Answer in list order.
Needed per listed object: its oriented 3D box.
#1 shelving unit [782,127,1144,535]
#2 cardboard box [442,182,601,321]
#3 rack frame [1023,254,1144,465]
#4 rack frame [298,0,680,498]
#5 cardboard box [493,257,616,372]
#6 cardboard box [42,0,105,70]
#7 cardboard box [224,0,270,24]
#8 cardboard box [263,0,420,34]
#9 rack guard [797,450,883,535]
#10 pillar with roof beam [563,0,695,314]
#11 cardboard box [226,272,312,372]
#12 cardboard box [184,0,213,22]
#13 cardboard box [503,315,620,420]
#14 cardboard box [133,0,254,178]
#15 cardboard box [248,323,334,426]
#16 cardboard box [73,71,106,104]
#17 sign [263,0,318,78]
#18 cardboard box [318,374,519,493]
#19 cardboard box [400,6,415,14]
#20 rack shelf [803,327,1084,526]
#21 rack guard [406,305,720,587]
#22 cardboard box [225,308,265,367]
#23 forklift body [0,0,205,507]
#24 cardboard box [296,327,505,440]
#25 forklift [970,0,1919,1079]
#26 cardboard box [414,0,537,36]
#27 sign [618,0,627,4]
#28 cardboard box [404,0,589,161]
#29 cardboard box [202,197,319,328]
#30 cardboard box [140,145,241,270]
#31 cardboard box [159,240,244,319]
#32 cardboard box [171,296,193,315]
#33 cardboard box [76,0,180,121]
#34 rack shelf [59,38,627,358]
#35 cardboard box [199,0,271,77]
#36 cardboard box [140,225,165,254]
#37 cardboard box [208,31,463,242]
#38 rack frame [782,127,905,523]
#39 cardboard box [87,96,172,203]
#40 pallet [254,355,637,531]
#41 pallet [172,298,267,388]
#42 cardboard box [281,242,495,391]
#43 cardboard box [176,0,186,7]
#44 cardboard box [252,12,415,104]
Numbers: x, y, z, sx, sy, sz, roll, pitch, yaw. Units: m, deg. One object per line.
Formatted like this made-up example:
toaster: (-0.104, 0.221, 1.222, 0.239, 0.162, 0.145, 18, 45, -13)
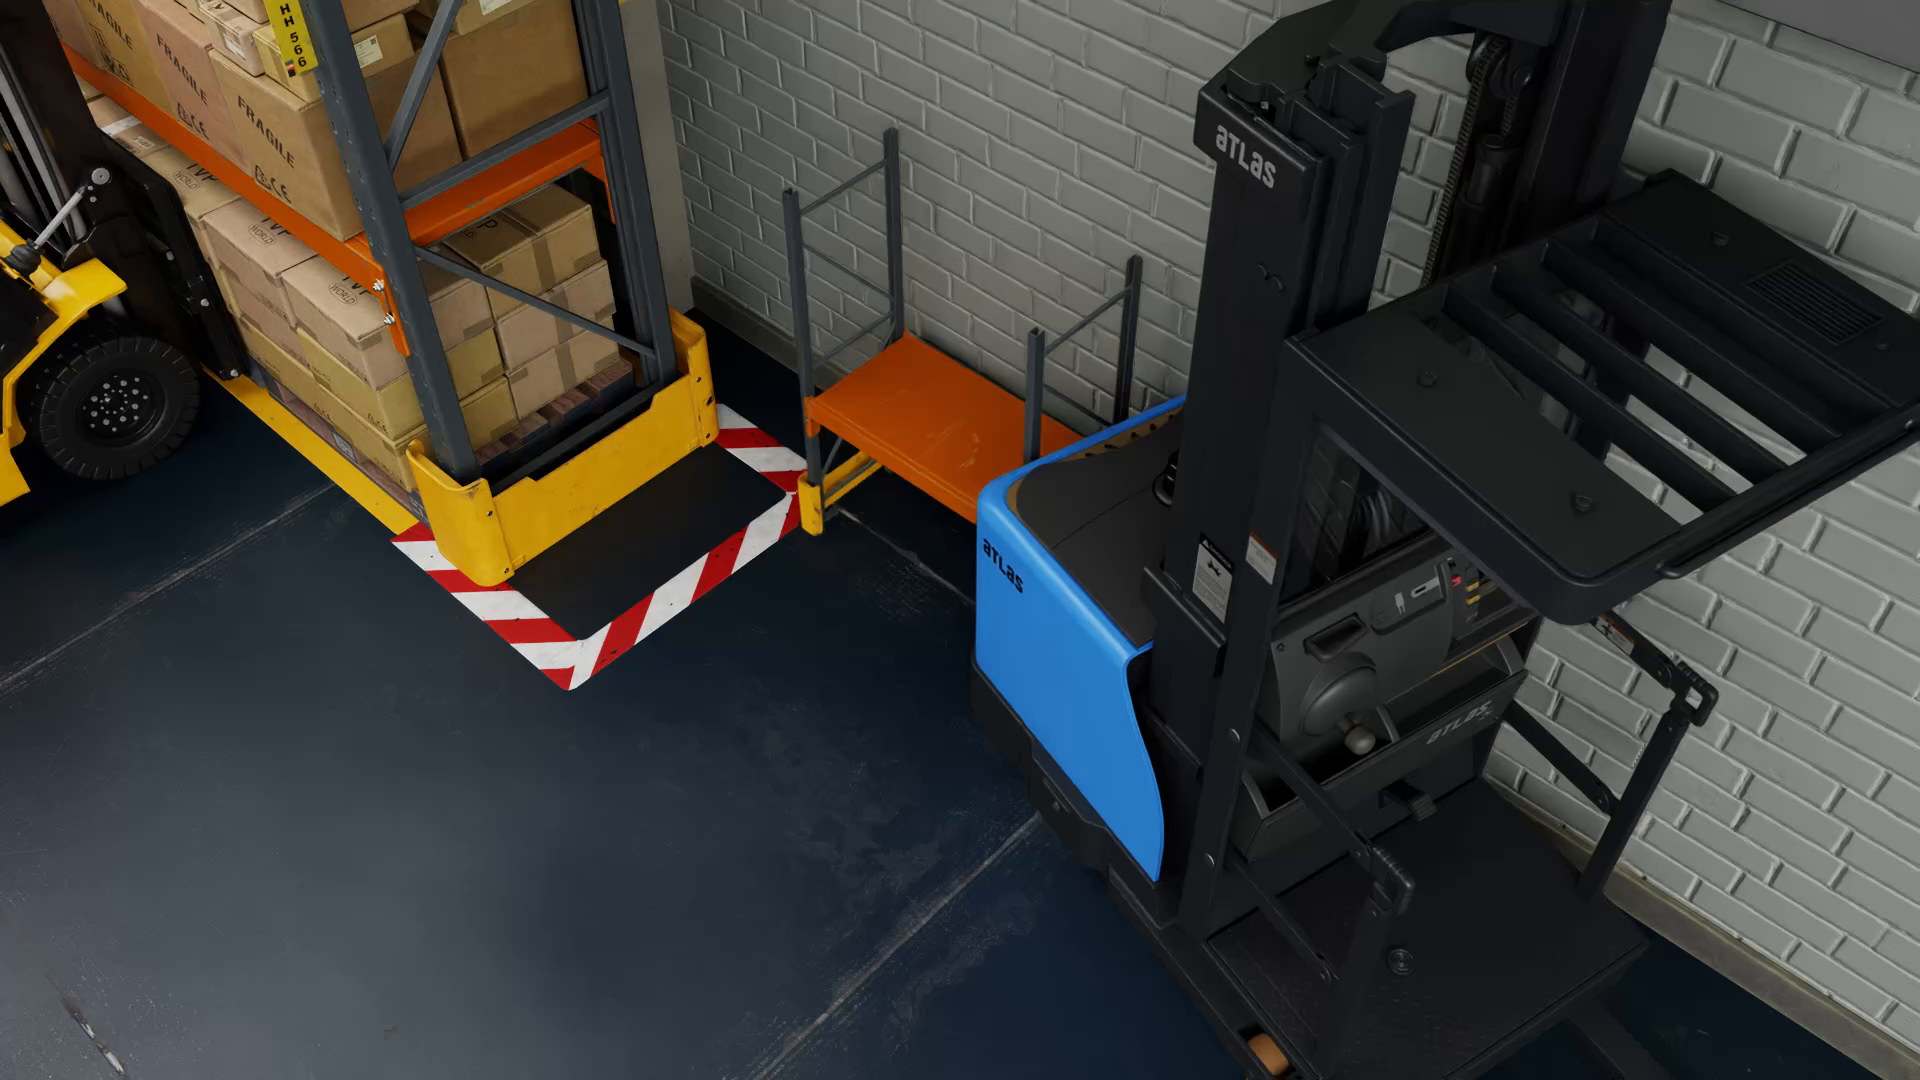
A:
shelving unit: (-0.011, -0.459, 5.653, 1.083, 1.500, 0.587, 33, 55, 27)
cardboard box: (-1.700, -1.129, 6.165, 0.500, 0.250, 0.500, 33, 55, 27)
rack frame: (0.372, -0.206, 5.415, 0.032, 1.500, 0.500, 33, 55, 27)
rack frame: (-1.476, -1.245, 5.362, 0.127, 3.000, 1.000, 34, 55, 28)
cardboard box: (-1.680, -0.963, 6.351, 0.500, 0.250, 0.500, 35, 56, 28)
cardboard box: (-3.144, -2.139, 6.133, 0.500, 0.500, 0.500, 34, 56, 28)
cardboard box: (-2.084, -1.773, 5.139, 0.250, 0.149, 0.380, 34, 55, 28)
cardboard box: (-1.882, -1.667, 5.040, 0.250, 0.149, 0.380, 34, 55, 28)
rack guard: (-0.380, -0.275, 6.337, 0.087, 0.250, 0.587, 33, 55, 27)
pillar with roof beam: (-4.296, -1.820, 1.786, 0.400, 9.000, 9.100, 34, 55, 28)
cardboard box: (-2.407, -0.946, 6.336, 0.500, 0.250, 0.500, 33, 55, 27)
cardboard box: (-2.278, -1.794, 5.364, 0.250, 0.149, 0.380, 35, 56, 28)
cardboard box: (-1.704, -0.795, 6.537, 0.500, 0.250, 0.500, 34, 56, 28)
cardboard box: (-2.390, -1.644, 5.667, 0.500, 0.500, 0.500, 36, 56, 29)
cardboard box: (-2.394, -0.762, 6.506, 0.500, 0.250, 0.500, 34, 55, 28)
cardboard box: (-3.530, -1.862, 6.853, 0.500, 0.250, 0.500, 36, 56, 29)
sign: (-1.854, -1.439, 4.587, 0.005, 0.325, 0.100, 34, 55, 28)
cardboard box: (-2.035, -0.511, 6.270, 0.500, 0.250, 0.500, 34, 56, 28)
cardboard box: (-1.774, -1.896, 5.459, 0.250, 0.149, 0.380, 34, 55, 28)
rack shelf: (-0.004, -0.332, 5.780, 1.000, 0.185, 0.538, 33, 55, 27)
rack guard: (-1.458, -0.378, 6.262, 0.348, 0.500, 1.175, 34, 55, 28)
cardboard box: (-2.756, -1.014, 6.743, 0.500, 0.250, 0.500, 35, 56, 28)
forklift body: (-4.106, -0.915, 5.634, 1.214, 2.155, 2.313, 34, 55, 28)
cardboard box: (-2.045, -0.692, 6.097, 0.500, 0.250, 0.500, 33, 55, 27)
forklift: (1.244, 0.295, 3.962, 1.130, 2.935, 3.031, -25, 52, -21)
cardboard box: (-1.549, -1.808, 5.377, 0.250, 0.149, 0.380, 33, 55, 27)
sign: (-1.095, -1.863, 5.294, 0.005, 0.325, 0.100, 34, 55, 28)
cardboard box: (-1.651, -1.673, 5.695, 0.500, 0.500, 0.500, 36, 56, 29)
cardboard box: (-2.405, -1.100, 6.137, 0.500, 0.250, 0.500, 35, 56, 28)
cardboard box: (-2.782, -1.344, 6.367, 0.500, 0.250, 0.500, 35, 56, 28)
cardboard box: (-2.800, -1.190, 6.565, 0.500, 0.250, 0.500, 33, 55, 27)
cardboard box: (-3.153, -1.259, 6.972, 0.500, 0.250, 0.500, 36, 56, 29)
cardboard box: (-2.767, -1.897, 5.905, 0.500, 0.500, 0.500, 33, 55, 27)
rack shelf: (-2.945, -1.988, 6.552, 4.000, 0.370, 1.077, 34, 55, 28)
cardboard box: (-2.128, -1.633, 5.212, 0.250, 0.149, 0.380, 35, 56, 28)
cardboard box: (-3.165, -1.439, 6.799, 0.500, 0.250, 0.500, 34, 55, 28)
cardboard box: (-2.015, -1.382, 5.422, 0.500, 0.500, 0.500, 33, 55, 27)
rack frame: (-0.381, -0.704, 5.882, 0.032, 1.500, 0.500, 33, 55, 27)
cardboard box: (-3.150, -1.599, 6.606, 0.500, 0.250, 0.500, 33, 55, 27)
pallet: (-2.066, -0.646, 6.712, 1.213, 0.211, 1.003, 34, 55, 28)
pallet: (-2.958, -1.250, 7.278, 1.213, 0.211, 1.003, 34, 55, 28)
cardboard box: (-2.026, -0.851, 5.903, 0.500, 0.250, 0.500, 36, 56, 29)
cardboard box: (-2.452, -1.923, 5.484, 0.250, 0.149, 0.380, 34, 55, 27)
cardboard box: (-1.920, -1.523, 5.109, 0.250, 0.149, 0.380, 35, 56, 28)
